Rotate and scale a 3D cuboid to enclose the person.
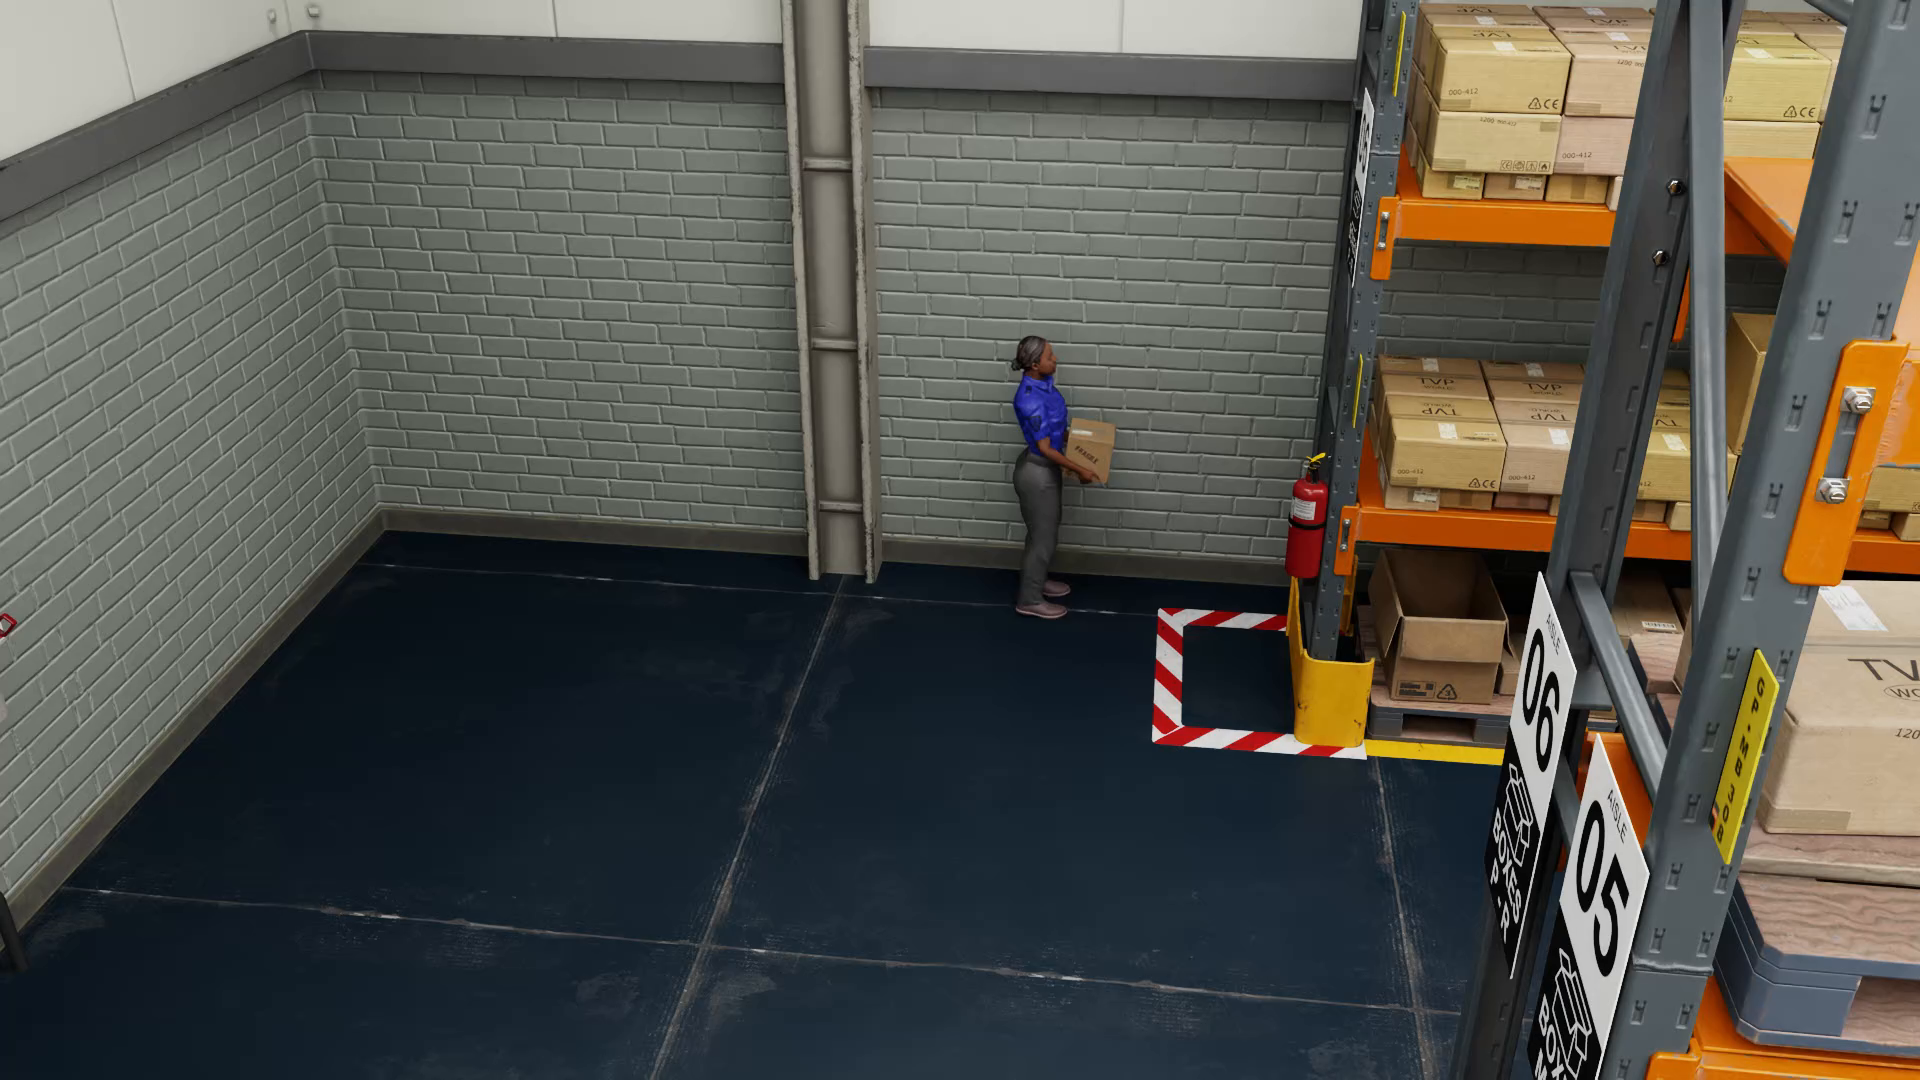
[{"bbox_3d":[0.531,-0.347,9.291,0.517,1.634,0.450,4,29,7],"label":"person"}]
